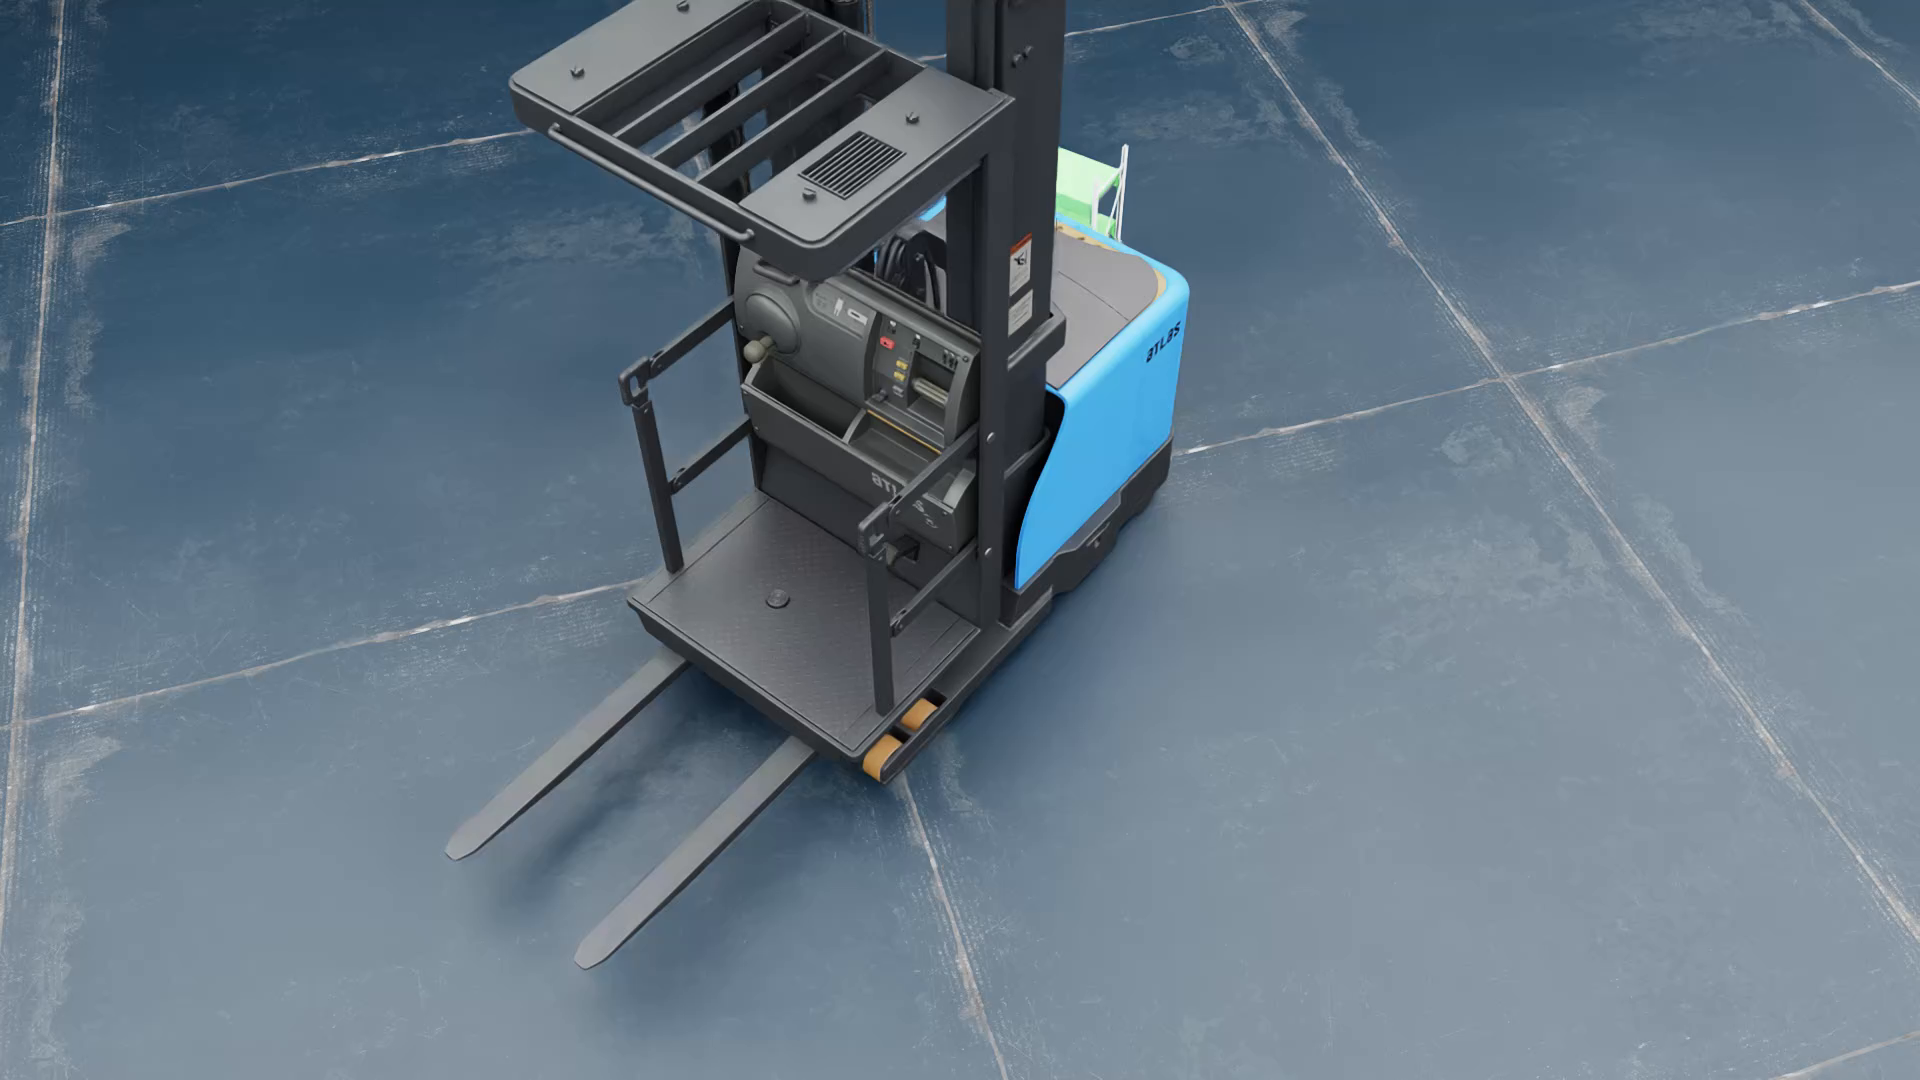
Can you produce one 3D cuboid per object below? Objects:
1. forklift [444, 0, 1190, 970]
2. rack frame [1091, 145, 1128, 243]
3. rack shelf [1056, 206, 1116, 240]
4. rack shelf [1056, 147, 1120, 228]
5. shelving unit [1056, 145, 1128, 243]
[{"bbox_3d":[-0.474,-0.537,5.075,1.130,2.935,3.031,31,57,24],"label":"forklift"},{"bbox_3d":[0.561,-1.011,6.606,0.015,1.200,0.240,26,55,20],"label":"rack frame"},{"bbox_3d":[0.354,-1.222,6.554,0.480,0.148,0.258,26,55,20],"label":"rack shelf"},{"bbox_3d":[0.353,-1.376,6.369,0.480,0.148,0.258,26,55,20],"label":"rack shelf"},{"bbox_3d":[0.355,-1.110,6.689,0.503,1.200,0.258,26,55,20],"label":"shelving unit"}]
